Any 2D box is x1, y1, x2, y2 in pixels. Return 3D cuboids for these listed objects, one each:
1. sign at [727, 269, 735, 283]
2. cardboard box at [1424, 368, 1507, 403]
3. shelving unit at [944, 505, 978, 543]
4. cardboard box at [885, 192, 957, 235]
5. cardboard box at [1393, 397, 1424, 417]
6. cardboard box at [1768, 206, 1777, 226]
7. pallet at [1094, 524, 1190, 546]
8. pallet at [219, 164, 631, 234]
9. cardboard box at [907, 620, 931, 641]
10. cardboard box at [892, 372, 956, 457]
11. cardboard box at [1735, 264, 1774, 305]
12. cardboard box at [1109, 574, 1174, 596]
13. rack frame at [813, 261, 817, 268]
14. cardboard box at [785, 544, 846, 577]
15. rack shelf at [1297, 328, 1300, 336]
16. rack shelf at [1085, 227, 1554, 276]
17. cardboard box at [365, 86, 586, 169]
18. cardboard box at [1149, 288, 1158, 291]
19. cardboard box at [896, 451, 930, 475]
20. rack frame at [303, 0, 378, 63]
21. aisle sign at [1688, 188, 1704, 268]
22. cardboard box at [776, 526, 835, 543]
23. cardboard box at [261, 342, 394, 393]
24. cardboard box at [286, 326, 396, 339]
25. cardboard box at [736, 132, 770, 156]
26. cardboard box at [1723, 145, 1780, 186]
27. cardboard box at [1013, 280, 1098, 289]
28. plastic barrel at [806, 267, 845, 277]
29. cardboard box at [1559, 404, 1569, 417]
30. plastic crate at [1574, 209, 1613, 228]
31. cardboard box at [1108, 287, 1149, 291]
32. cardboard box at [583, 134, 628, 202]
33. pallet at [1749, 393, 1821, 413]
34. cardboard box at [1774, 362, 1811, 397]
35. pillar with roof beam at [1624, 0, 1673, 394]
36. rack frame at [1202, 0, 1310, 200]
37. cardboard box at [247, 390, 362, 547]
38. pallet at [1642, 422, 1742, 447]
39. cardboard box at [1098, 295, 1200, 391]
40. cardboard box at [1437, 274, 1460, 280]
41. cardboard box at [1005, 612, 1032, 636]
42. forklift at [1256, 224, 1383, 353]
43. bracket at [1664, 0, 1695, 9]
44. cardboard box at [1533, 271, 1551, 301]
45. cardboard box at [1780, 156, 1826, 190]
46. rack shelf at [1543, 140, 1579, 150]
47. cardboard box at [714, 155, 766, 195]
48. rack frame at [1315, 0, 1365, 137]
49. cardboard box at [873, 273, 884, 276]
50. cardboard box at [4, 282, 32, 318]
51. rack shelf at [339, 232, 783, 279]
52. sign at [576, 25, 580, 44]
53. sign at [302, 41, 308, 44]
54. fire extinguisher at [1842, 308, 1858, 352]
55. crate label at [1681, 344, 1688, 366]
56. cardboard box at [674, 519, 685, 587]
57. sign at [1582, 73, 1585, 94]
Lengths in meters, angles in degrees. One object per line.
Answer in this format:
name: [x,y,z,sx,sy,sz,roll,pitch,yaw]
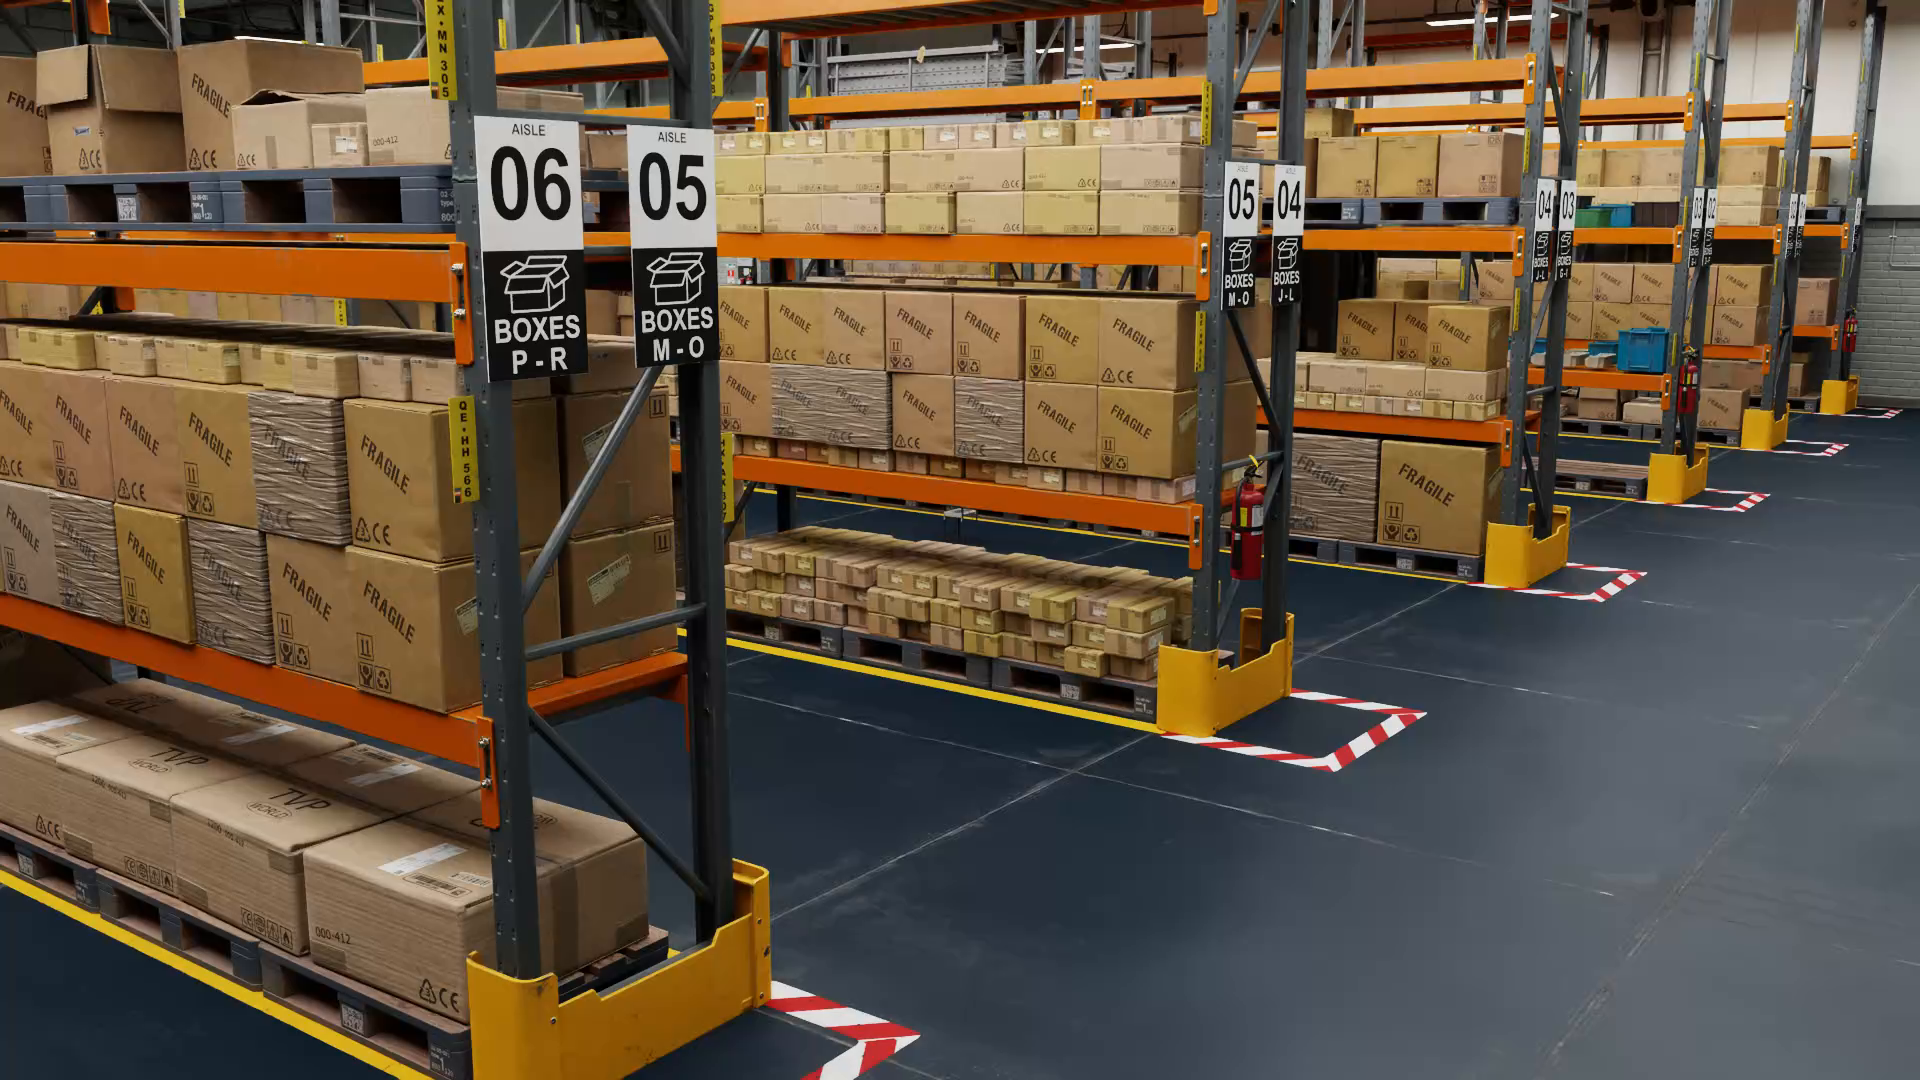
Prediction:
sign: [-5.539,-6.373,40.203,0.234,0.329,0.001,8,13,36]
cardboard box: [4.127,-1.278,13.573,0.500,0.250,0.500,8,13,35]
shelving unit: [0.007,-0.441,15.160,0.210,0.900,0.258,8,13,36]
cardboard box: [-0.113,-2.025,10.316,0.500,0.250,0.500,9,14,38]
cardboard box: [3.780,-1.116,13.783,0.250,0.149,0.380,8,14,36]
cardboard box: [10.278,-4.204,21.581,0.500,0.250,0.500,8,13,36]
pallet: [2.017,-0.175,15.601,1.213,0.211,1.003,8,13,36]
pallet: [-1.795,-1.186,5.820,1.213,0.211,1.003,8,13,36]
cardboard box: [-0.137,0.547,10.925,0.250,0.149,0.380,8,14,37]
cardboard box: [-0.079,-0.822,10.557,0.500,0.500,0.500,9,14,38]
cardboard box: [10.340,-3.339,21.714,0.500,0.500,0.500,8,14,37]
cardboard box: [1.143,0.334,10.462,0.250,0.149,0.380,8,14,37]
rack frame: [-2.355,-4.507,30.650,0.127,3.000,1.000,8,13,36]
cardboard box: [-0.992,0.139,11.469,0.250,0.149,0.380,8,13,35]
rack shelf: [5.705,-3.030,24.907,4.000,0.370,1.077,8,13,36]
rack shelf: [3.063,-2.537,14.461,4.000,0.370,1.077,8,13,36]
cardboard box: [-1.607,-1.366,5.543,0.500,0.250,0.500,7,13,30]
cardboard box: [3.547,-4.838,32.703,0.500,0.250,0.500,8,14,36]
cardboard box: [-0.198,-0.525,10.728,0.250,0.149,0.380,9,14,38]
rack frame: [-8.221,-5.936,22.244,0.127,3.000,1.000,8,13,36]
aisle sign: [7.491,-3.174,16.914,0.004,0.787,0.394,8,13,36]
cardboard box: [-1.126,0.008,12.147,0.250,0.149,0.380,8,14,37]
cardboard box: [-2.254,-0.619,5.948,0.250,0.149,0.380,8,14,37]
cardboard box: [-2.538,-0.797,6.867,0.250,0.149,0.380,8,13,34]
cardboard box: [-1.276,-2.629,11.072,0.250,0.149,0.380,7,13,33]
cardboard box: [10.118,-4.776,21.249,0.500,0.500,0.700,8,13,36]
cardboard box: [0.931,-2.254,16.100,0.637,0.503,0.797,8,13,34]
plastic barrel: [-1.934,-3.456,23.897,0.708,0.901,0.600,8,13,36]
cardboard box: [8.231,-1.807,22.994,0.250,0.166,0.380,8,13,36]
plastic crate: [6.642,-3.386,17.517,0.336,0.188,0.450,8,13,36]
cardboard box: [2.731,-3.843,26.954,0.500,0.500,0.500,7,13,33]
cardboard box: [-2.734,-2.817,12.641,0.637,0.503,0.797,8,13,35]
pallet: [12.780,-2.176,25.942,1.213,0.211,1.003,8,13,36]
cardboard box: [12.847,-2.509,25.800,0.500,0.500,0.700,8,13,36]
pillar with roof beam: [8.774,-6.257,23.900,0.548,9.000,9.100,8,13,36]
rack frame: [1.657,-3.390,9.079,0.127,3.000,1.000,8,13,36]
cardboard box: [-2.159,-0.287,5.941,0.500,0.500,0.500,8,14,36]
pallet: [9.837,-1.437,22.124,1.213,0.211,1.003,8,13,36]
cardboard box: [1.141,-1.144,9.585,0.500,0.500,0.500,8,13,34]
cardboard box: [8.503,-4.304,28.502,0.500,0.500,0.500,8,14,37]
cardboard box: [0.487,0.483,10.471,0.250,0.149,0.380,8,13,35]
forklift: [3.382,-1.833,17.008,3.031,2.935,1.130,10,15,42]
bracket: [11.447,-8.582,26.443,0.430,0.232,0.235,8,13,36]
cardboard box: [7.947,-3.544,22.776,0.500,0.500,0.500,7,13,34]
cardboard box: [12.719,-5.530,25.093,0.500,0.500,0.500,8,13,35]
rack shelf: [8.634,-6.538,28.298,4.000,0.370,1.077,8,13,36]
cardboard box: [-1.321,-2.448,11.186,0.500,0.250,0.500,9,14,37]
rack frame: [4.382,-5.346,19.189,0.127,3.000,1.000,8,13,36]
cardboard box: [-1.333,-4.682,29.582,0.250,0.149,0.380,7,13,34]
cardboard box: [-9.590,-2.628,17.699,0.500,0.550,0.875,8,13,36]
rack shelf: [-3.179,-2.238,12.919,4.000,0.370,1.077,8,13,36]
sign: [-4.674,-6.109,20.258,0.005,0.325,0.100,8,13,36]
sign: [-8.543,-6.351,21.718,0.005,0.325,0.100,8,13,36]
fire extinguisher: [13.319,-3.159,24.864,0.183,0.674,0.296,8,13,36]
crate label: [7.602,-1.976,17.849,0.303,0.233,0.416,8,13,36]
cardboard box: [-2.312,0.082,12.402,0.500,0.500,0.500,8,13,34]
sign: [9.935,-7.275,26.497,0.005,0.325,0.100,8,13,36]
